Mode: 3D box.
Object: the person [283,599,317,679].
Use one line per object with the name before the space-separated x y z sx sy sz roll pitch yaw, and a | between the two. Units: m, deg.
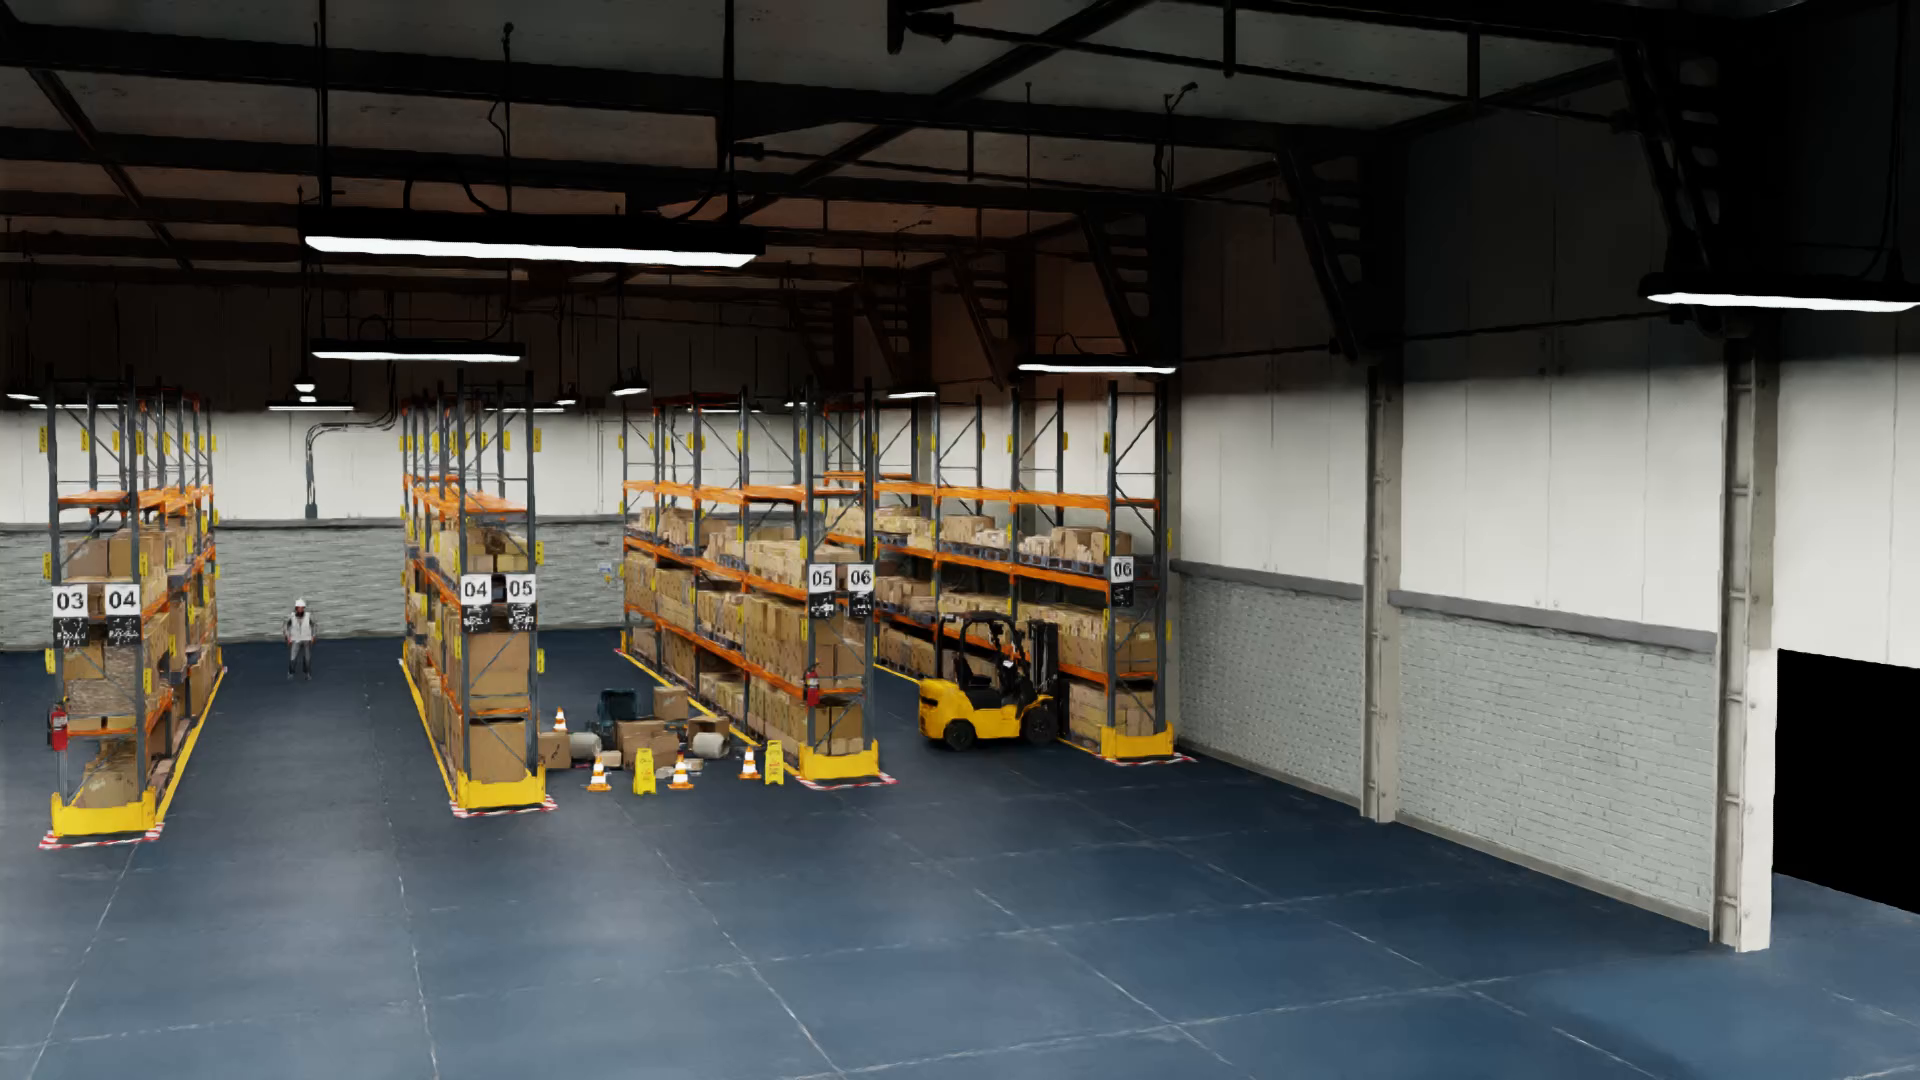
person | -13.912 2.097 35.076 0.677 1.726 0.574 -1 4 -23
